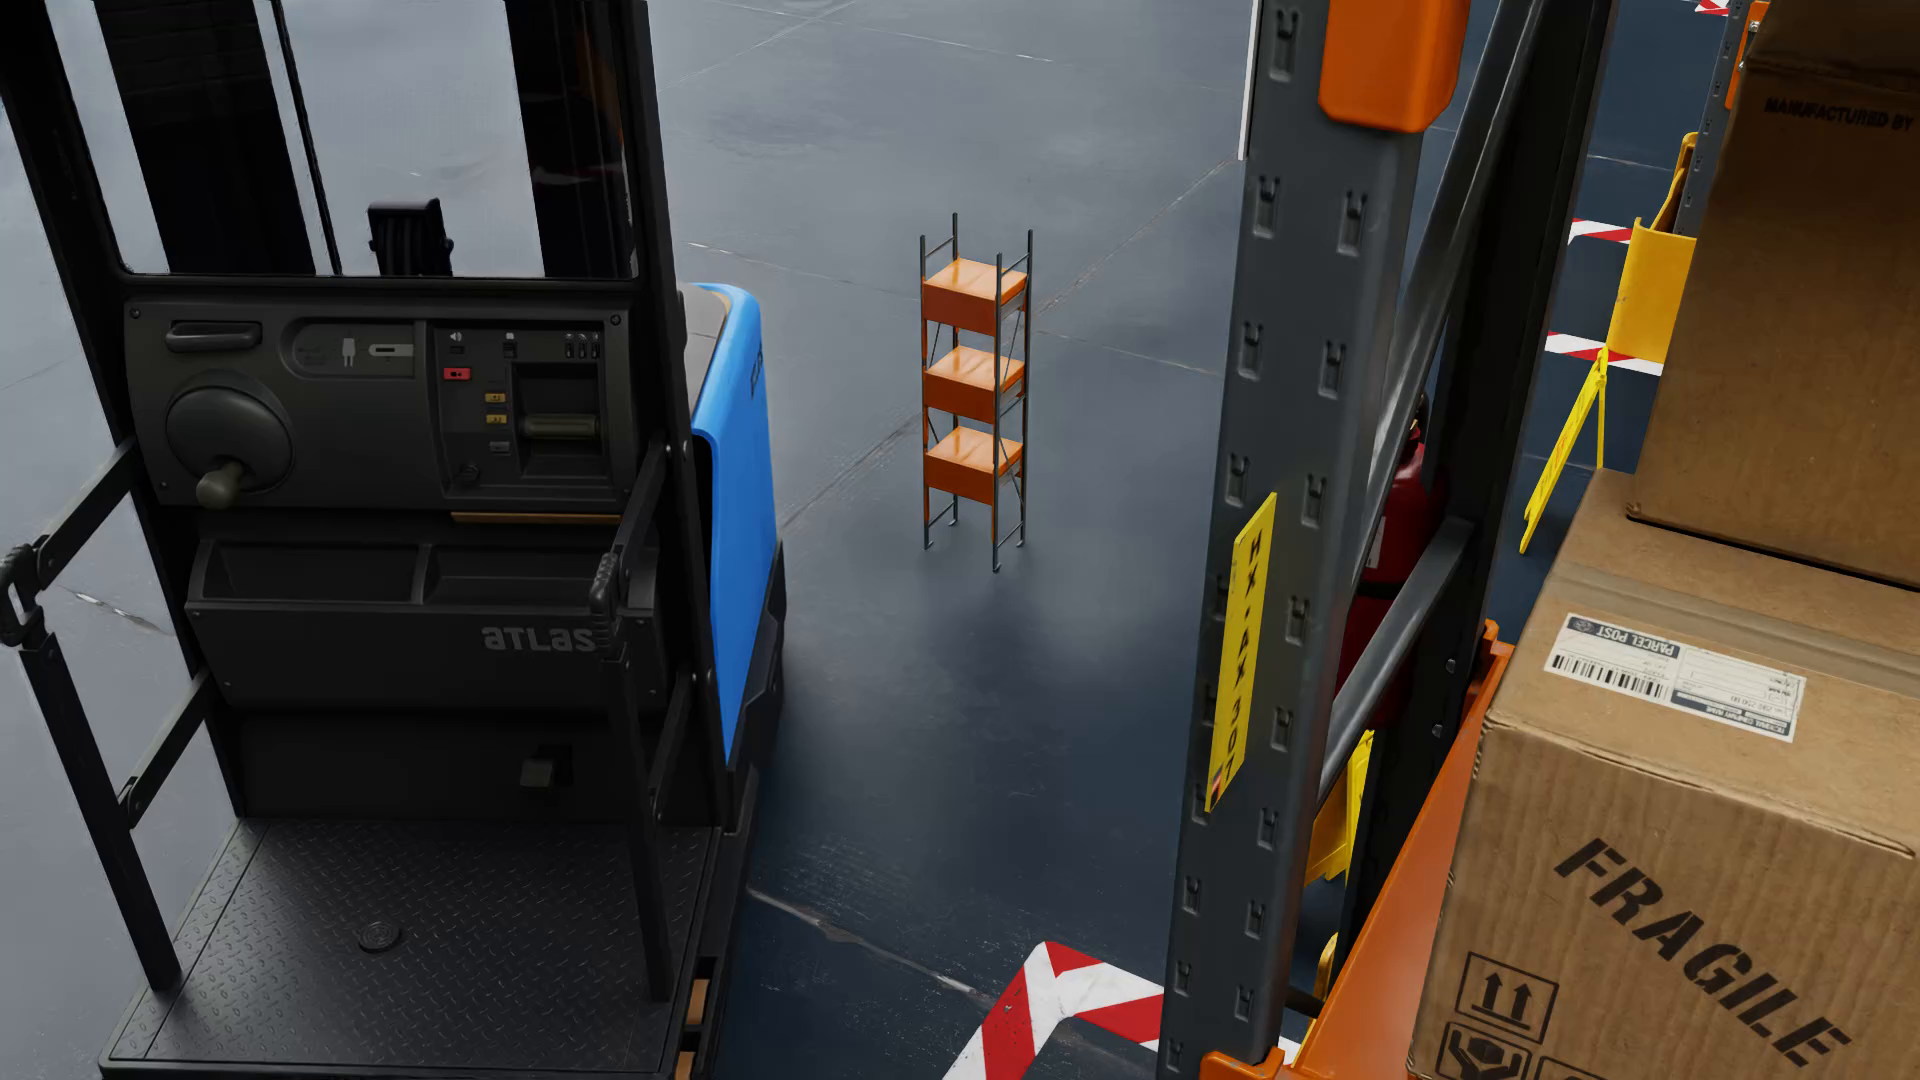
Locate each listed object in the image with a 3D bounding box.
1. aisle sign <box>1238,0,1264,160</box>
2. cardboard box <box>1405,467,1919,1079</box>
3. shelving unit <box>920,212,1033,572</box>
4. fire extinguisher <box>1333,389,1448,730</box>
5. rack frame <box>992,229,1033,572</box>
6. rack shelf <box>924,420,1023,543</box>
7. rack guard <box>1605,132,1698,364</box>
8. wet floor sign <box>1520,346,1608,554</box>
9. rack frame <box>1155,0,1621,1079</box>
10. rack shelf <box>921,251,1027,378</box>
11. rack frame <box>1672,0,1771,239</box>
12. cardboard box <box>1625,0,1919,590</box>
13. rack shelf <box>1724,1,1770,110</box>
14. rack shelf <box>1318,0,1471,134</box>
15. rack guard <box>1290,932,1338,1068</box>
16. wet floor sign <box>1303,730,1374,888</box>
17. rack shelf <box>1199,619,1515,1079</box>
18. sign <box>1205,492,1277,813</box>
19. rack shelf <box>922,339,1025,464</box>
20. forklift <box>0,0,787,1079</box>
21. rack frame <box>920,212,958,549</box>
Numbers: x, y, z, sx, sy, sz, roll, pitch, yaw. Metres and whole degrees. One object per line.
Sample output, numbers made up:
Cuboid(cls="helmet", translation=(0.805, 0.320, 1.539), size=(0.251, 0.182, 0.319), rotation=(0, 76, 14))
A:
Cuboid(cls="aisle sign", translation=(0.331, -0.738, 1.307), size=(0.004, 0.787, 0.394), rotation=(18, 37, 24))
Cuboid(cls="cardboard box", translation=(0.812, 0.310, 1.720), size=(0.500, 0.500, 0.500), rotation=(17, 37, 24))
Cuboid(cls="shelving unit", translation=(0.046, -0.422, 4.937), size=(0.252, 1.050, 0.215), rotation=(18, 37, 24))
Cuboid(cls="fire extinguisher", translation=(0.668, -0.010, 2.628), size=(0.183, 0.674, 0.296), rotation=(18, 37, 24))
Cuboid(cls="rack frame", translation=(0.152, -0.389, 4.887), size=(0.008, 1.050, 0.200), rotation=(18, 37, 24))
Cuboid(cls="rack shelf", translation=(0.046, -0.182, 5.097), size=(0.240, 0.259, 0.215), rotation=(18, 37, 24))
Cuboid(cls="rack guard", translation=(2.886, -1.165, 6.548), size=(0.348, 0.500, 1.175), rotation=(18, 37, 24))
Cuboid(cls="wet floor sign", translation=(1.899, -0.274, 5.079), size=(0.232, 0.644, 0.267), rotation=(11, 35, 16))
Cuboid(cls="rack frame", translation=(0.537, 0.213, 2.224), size=(0.053, 2.616, 0.949), rotation=(18, 37, 24))
Cuboid(cls="rack shelf", translation=(0.046, -0.650, 4.785), size=(0.240, 0.259, 0.215), rotation=(18, 37, 24))
Cuboid(cls="rack frame", translation=(2.907, -2.198, 5.845), size=(0.127, 3.000, 1.000), rotation=(18, 37, 24))
Cuboid(cls="cardboard box", translation=(1.090, -0.335, 1.786), size=(0.500, 0.500, 0.700), rotation=(17, 37, 23))
Cuboid(cls="rack shelf", translation=(4.643, -1.349, 5.218), size=(4.000, 0.370, 1.077), rotation=(18, 37, 24))
Cuboid(cls="rack shelf", translation=(2.275, -0.188, 0.768), size=(4.000, 0.370, 1.077), rotation=(18, 37, 24))
Cuboid(cls="rack guard", translation=(0.604, 1.273, 2.888), size=(0.348, 0.500, 1.175), rotation=(18, 37, 24))
Cuboid(cls="wet floor sign", translation=(0.904, 0.624, 3.730), size=(0.267, 0.644, 0.232), rotation=(-25, 41, -33))
Cuboid(cls="rack shelf", translation=(2.275, 1.061, 1.600), size=(4.000, 0.370, 1.077), rotation=(18, 37, 24))
Cuboid(cls="sign", translation=(0.269, 0.112, 1.594), size=(0.005, 0.325, 0.100), rotation=(18, 37, 24))
Cuboid(cls="rack shelf", translation=(0.046, -0.413, 4.943), size=(0.240, 0.259, 0.215), rotation=(18, 37, 24))
Cuboid(cls="forklift", translation=(-1.070, -0.188, 2.887), size=(1.130, 2.935, 3.031), rotation=(1, 34, 1))
Cuboid(cls="rack frame", translation=(-0.059, -0.456, 4.987), size=(0.008, 1.050, 0.200), rotation=(18, 37, 24))
